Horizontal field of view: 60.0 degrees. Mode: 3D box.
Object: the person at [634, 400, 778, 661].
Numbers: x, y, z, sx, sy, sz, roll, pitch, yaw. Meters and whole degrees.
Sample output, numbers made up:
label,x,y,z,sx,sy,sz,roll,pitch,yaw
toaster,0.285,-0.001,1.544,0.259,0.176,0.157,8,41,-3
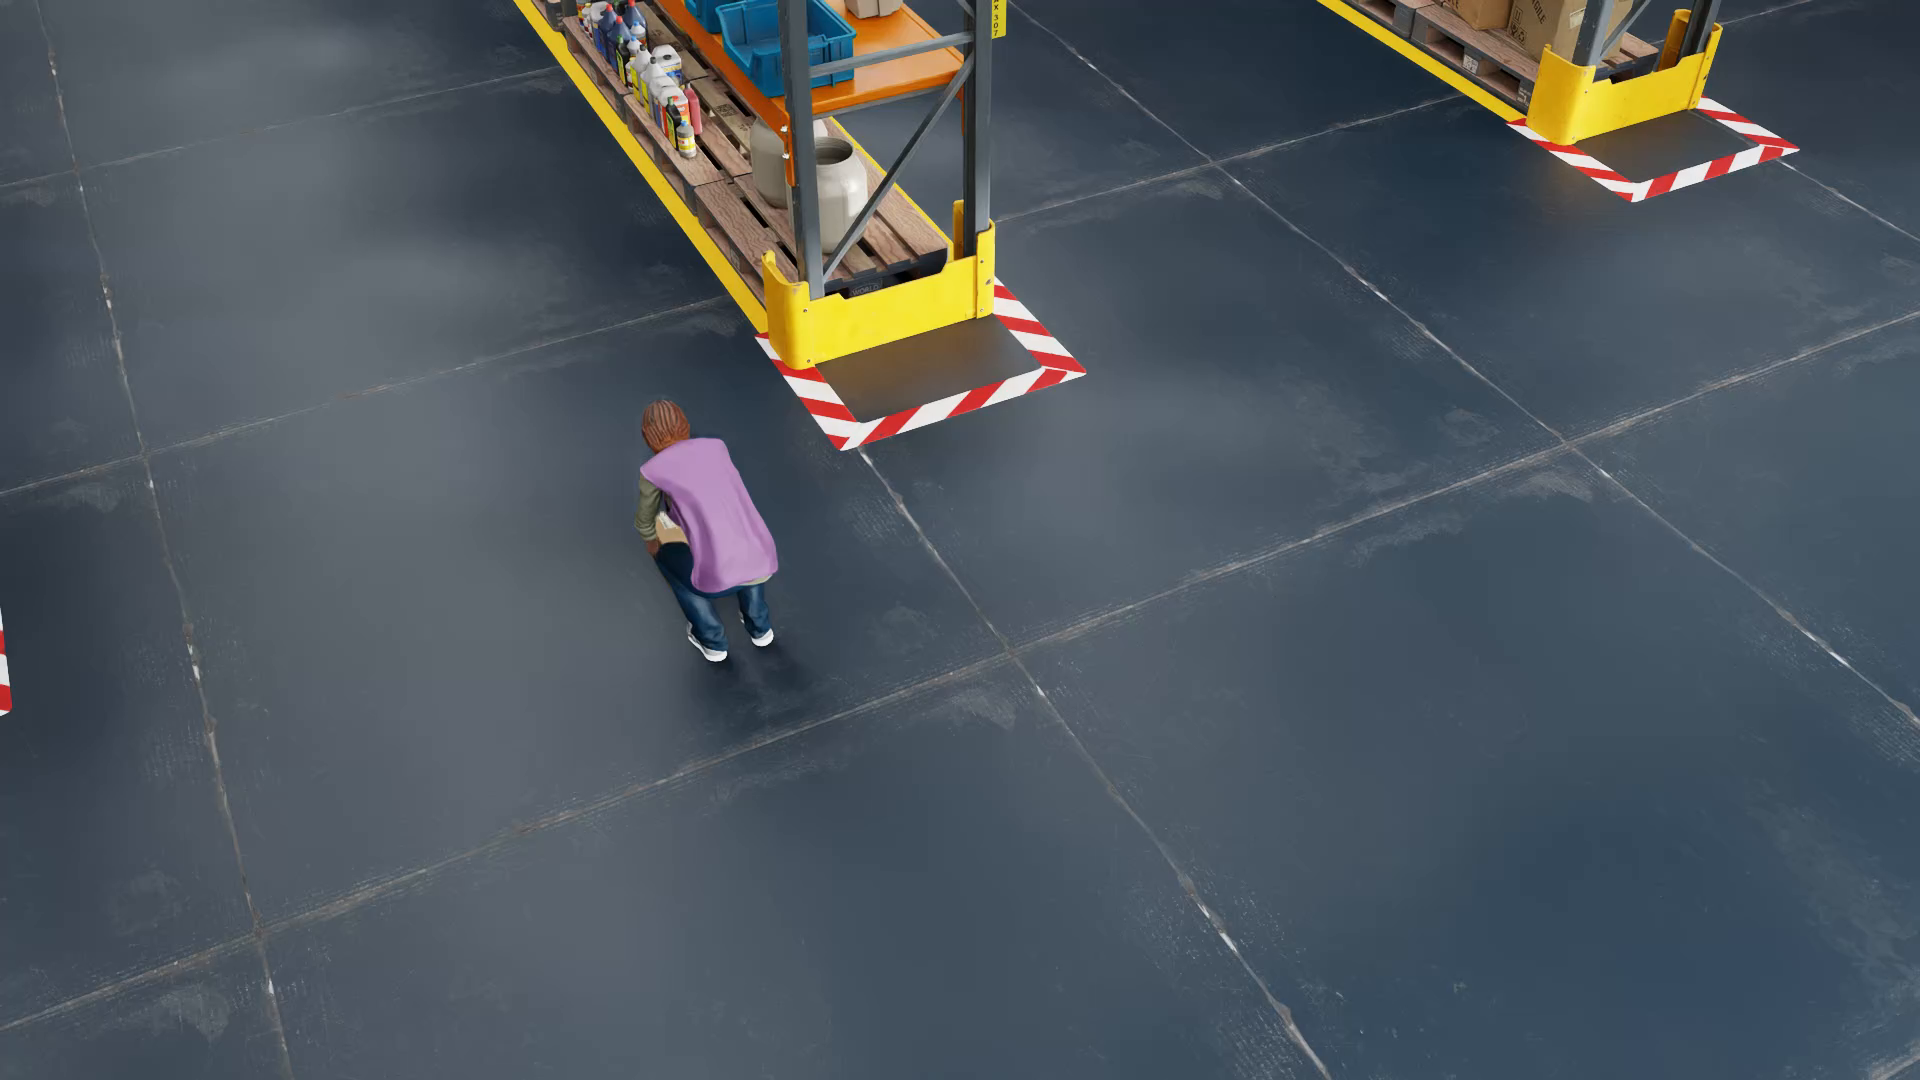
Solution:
label,x,y,z,sx,sy,sz,roll,pitch,yaw
person,-1.015,0.006,6.648,0.453,0.948,0.780,-19,45,-20
